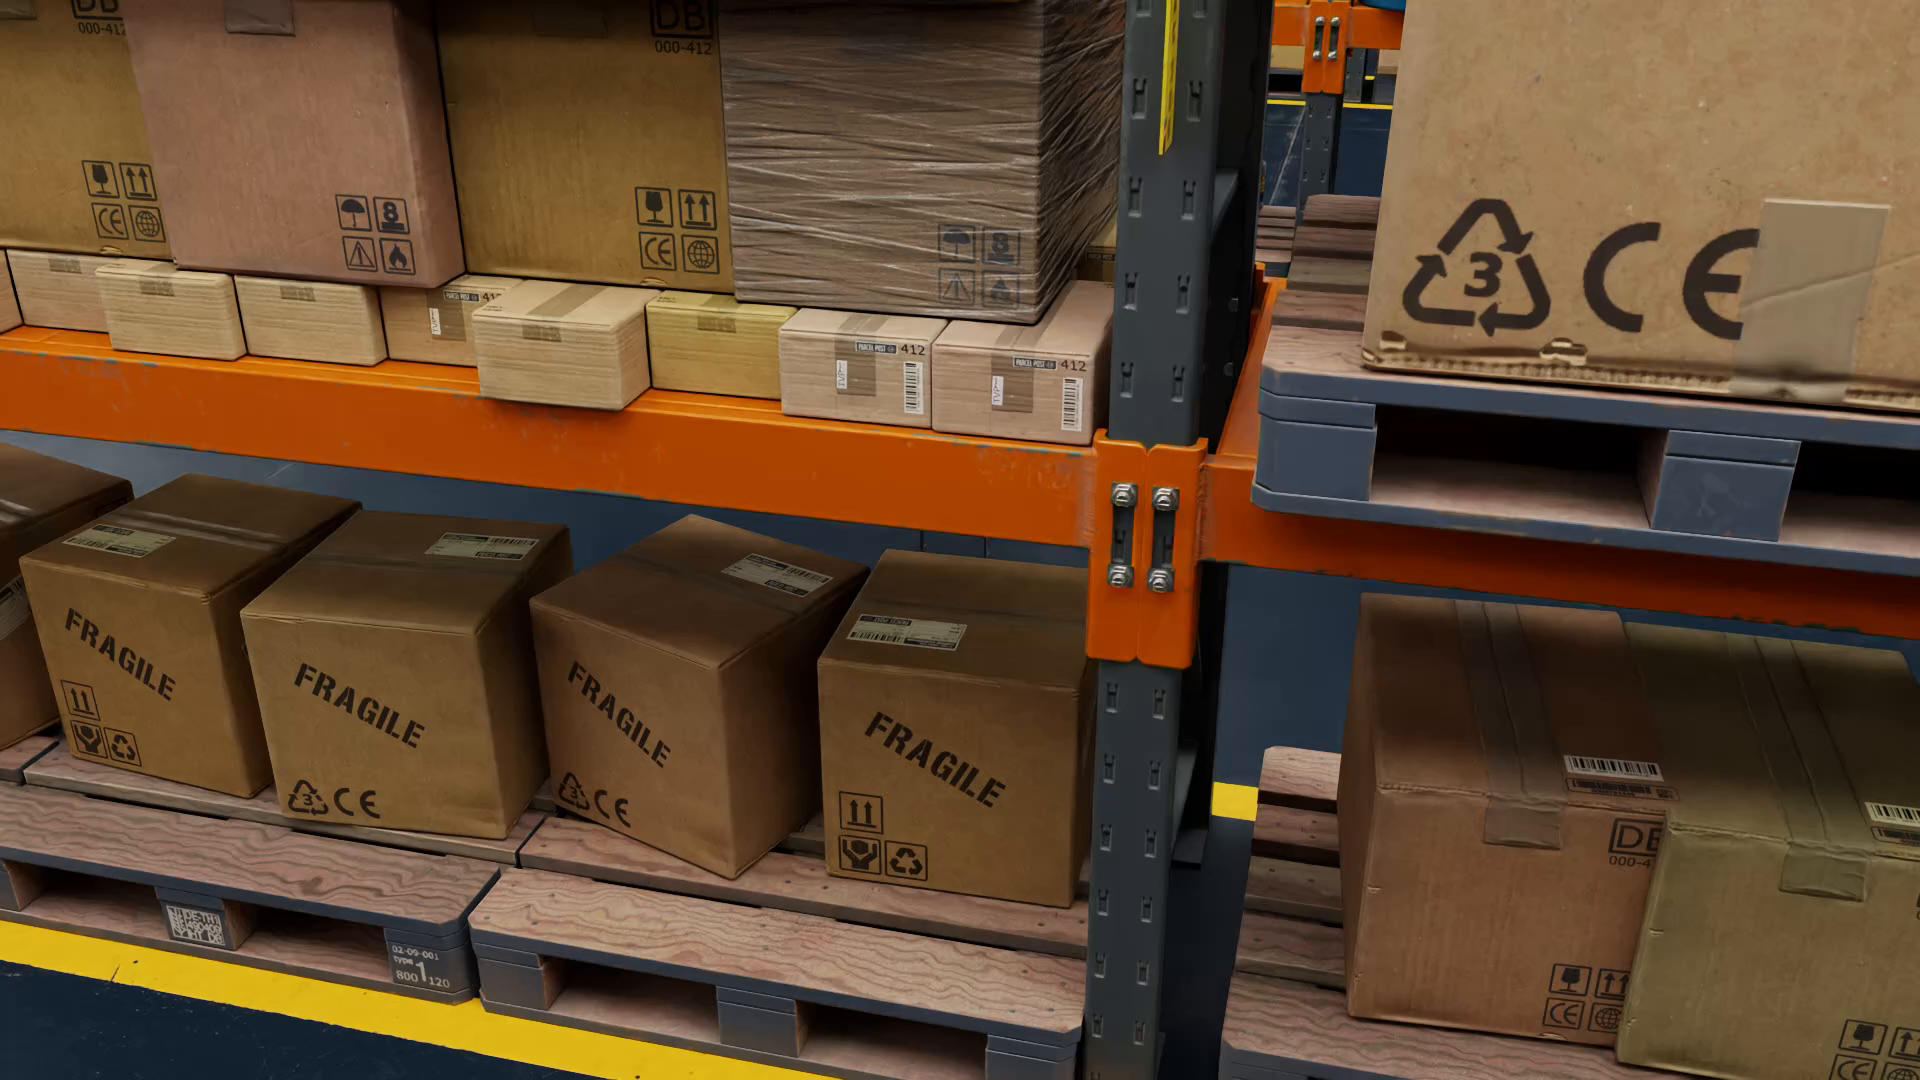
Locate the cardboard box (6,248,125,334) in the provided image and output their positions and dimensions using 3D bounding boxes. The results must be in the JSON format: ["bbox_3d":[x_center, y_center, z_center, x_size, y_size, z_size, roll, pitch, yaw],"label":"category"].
[{"bbox_3d":[-1.548,-0.523,3.151,0.250,0.149,0.380,6,26,13],"label":"cardboard box"}]

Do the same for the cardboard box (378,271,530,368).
[{"bbox_3d":[-0.822,-0.442,2.981,0.250,0.149,0.380,6,26,13],"label":"cardboard box"}]

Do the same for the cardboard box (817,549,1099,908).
[{"bbox_3d":[0.028,0.369,3.404,0.500,0.500,0.500,6,26,11],"label":"cardboard box"}]

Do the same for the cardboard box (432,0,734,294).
[{"bbox_3d":[-0.491,-0.832,3.045,0.500,0.500,0.875,6,26,13],"label":"cardboard box"}]

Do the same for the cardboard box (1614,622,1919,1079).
[{"bbox_3d":[1.452,0.553,2.994,0.500,0.500,0.700,6,26,13],"label":"cardboard box"}]

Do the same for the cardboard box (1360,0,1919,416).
[{"bbox_3d":[1.140,-0.827,2.312,1.000,1.000,1.000,6,26,13],"label":"cardboard box"}]

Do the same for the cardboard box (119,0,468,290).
[{"bbox_3d":[-1.000,-0.843,3.070,0.500,0.500,0.875,6,26,13],"label":"cardboard box"}]

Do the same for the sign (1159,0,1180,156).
[{"bbox_3d":[0.277,-0.674,2.170,0.005,0.325,0.100,6,26,13],"label":"sign"}]

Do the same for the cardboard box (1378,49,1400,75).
[{"bbox_3d":[3.205,-3.436,11.687,0.500,0.250,0.500,6,26,12],"label":"cardboard box"}]

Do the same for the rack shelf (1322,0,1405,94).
[{"bbox_3d":[3.576,-2.033,6.868,4.000,0.370,1.077,6,26,13],"label":"rack shelf"}]

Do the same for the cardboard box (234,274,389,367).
[{"bbox_3d":[-1.075,-0.452,3.002,0.250,0.149,0.380,6,26,13],"label":"cardboard box"}]

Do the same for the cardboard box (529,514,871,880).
[{"bbox_3d":[-0.529,0.311,3.526,0.500,0.500,0.500,15,30,29],"label":"cardboard box"}]

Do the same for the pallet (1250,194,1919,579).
[{"bbox_3d":[1.109,-0.281,2.574,1.213,0.211,1.003,6,26,13],"label":"pallet"}]

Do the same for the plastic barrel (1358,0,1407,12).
[{"bbox_3d":[1.937,-2.631,6.704,0.708,0.901,0.600,6,26,13],"label":"plastic barrel"}]

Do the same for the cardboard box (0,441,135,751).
[{"bbox_3d":[-2.281,0.124,3.919,0.500,0.500,0.500,14,29,26],"label":"cardboard box"}]

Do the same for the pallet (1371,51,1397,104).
[{"bbox_3d":[3.599,-3.312,11.962,1.213,0.211,1.003,6,26,13],"label":"pallet"}]

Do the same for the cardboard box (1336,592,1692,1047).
[{"bbox_3d":[0.994,0.494,3.118,0.500,0.500,0.700,4,26,9],"label":"cardboard box"}]

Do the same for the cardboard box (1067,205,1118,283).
[{"bbox_3d":[0.272,-0.545,3.198,0.250,0.149,0.380,6,26,13],"label":"cardboard box"}]

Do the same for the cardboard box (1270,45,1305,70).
[{"bbox_3d":[2.372,-3.541,11.908,0.500,0.250,0.500,6,26,13],"label":"cardboard box"}]

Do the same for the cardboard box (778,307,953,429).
[{"bbox_3d":[-0.116,-0.328,2.742,0.250,0.149,0.380,6,26,13],"label":"cardboard box"}]

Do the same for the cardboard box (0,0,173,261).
[{"bbox_3d":[-1.474,-0.914,3.218,0.500,0.500,0.875,6,26,13],"label":"cardboard box"}]

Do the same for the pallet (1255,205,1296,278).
[{"bbox_3d":[0.999,-1.402,7.950,1.213,0.211,1.003,6,26,13],"label":"pallet"}]

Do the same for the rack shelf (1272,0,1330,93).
[{"bbox_3d":[-0.298,-2.462,7.768,4.000,0.370,1.077,6,26,13],"label":"rack shelf"}]

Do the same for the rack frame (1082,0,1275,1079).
[{"bbox_3d":[0.405,-0.510,2.832,0.127,3.000,1.000,6,26,13],"label":"rack frame"}]

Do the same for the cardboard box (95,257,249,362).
[{"bbox_3d":[-1.325,-0.464,3.028,0.250,0.149,0.380,6,26,13],"label":"cardboard box"}]

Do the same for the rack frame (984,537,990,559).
[{"bbox_3d":[0.106,-0.395,5.032,0.006,0.900,0.240,6,26,13],"label":"rack frame"}]

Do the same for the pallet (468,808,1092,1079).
[{"bbox_3d":[-0.254,0.692,3.552,1.213,0.211,1.003,6,26,13],"label":"pallet"}]

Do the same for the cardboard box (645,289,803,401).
[{"bbox_3d":[-0.343,-0.380,2.851,0.250,0.149,0.380,6,26,13],"label":"cardboard box"}]

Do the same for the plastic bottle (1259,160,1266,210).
[{"bbox_3d":[1.439,-1.756,8.110,0.097,0.271,0.097,0,25,0],"label":"plastic bottle"}]

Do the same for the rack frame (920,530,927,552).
[{"bbox_3d":[-0.091,-0.416,5.078,0.006,0.900,0.240,6,26,13],"label":"rack frame"}]

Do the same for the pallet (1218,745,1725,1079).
[{"bbox_3d":[1.160,0.831,3.258,1.213,0.211,1.003,6,26,13],"label":"pallet"}]

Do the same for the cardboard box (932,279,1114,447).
[{"bbox_3d":[0.124,-0.297,2.678,0.250,0.149,0.380,6,26,13],"label":"cardboard box"}]

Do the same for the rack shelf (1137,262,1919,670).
[{"bbox_3d":[2.342,0.029,2.537,4.000,0.370,1.077,6,26,13],"label":"rack shelf"}]

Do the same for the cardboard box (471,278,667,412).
[{"bbox_3d":[-0.613,-0.360,2.810,0.250,0.149,0.380,6,26,13],"label":"cardboard box"}]

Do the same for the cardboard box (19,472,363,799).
[{"bbox_3d":[-1.679,0.199,3.762,0.500,0.500,0.500,9,27,18],"label":"cardboard box"}]

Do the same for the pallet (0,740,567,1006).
[{"bbox_3d":[-1.439,0.562,3.824,1.213,0.211,1.003,6,26,13],"label":"pallet"}]

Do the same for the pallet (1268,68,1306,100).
[{"bbox_3d":[2.116,-3.478,12.309,1.213,0.211,1.003,6,26,13],"label":"pallet"}]

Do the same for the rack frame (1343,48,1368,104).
[{"bbox_3d":[2.876,-4.634,11.494,0.127,3.000,1.000,6,26,13],"label":"rack frame"}]

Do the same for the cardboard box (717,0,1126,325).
[{"bbox_3d":[-0.015,-0.764,2.902,0.500,0.500,0.875,6,26,13],"label":"cardboard box"}]

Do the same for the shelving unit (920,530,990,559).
[{"bbox_3d":[0.008,-0.405,5.055,0.210,0.900,0.258,6,26,13],"label":"shelving unit"}]

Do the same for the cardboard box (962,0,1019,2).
[{"bbox_3d":[-0.099,-1.075,2.392,0.500,0.500,0.500,6,26,13],"label":"cardboard box"}]

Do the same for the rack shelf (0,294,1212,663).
[{"bbox_3d":[-1.532,-0.400,3.437,4.000,0.370,1.077,6,26,13],"label":"rack shelf"}]

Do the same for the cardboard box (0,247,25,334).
[{"bbox_3d":[-1.824,-0.494,3.091,0.250,0.149,0.380,6,26,13],"label":"cardboard box"}]

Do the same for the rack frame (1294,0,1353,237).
[{"bbox_3d":[1.639,-2.572,7.163,0.127,3.000,1.000,6,26,13],"label":"rack frame"}]

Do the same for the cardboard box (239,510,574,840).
[{"bbox_3d":[-1.150,0.277,3.597,0.500,0.500,0.500,4,26,8],"label":"cardboard box"}]

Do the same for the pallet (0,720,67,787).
[{"bbox_3d":[-2.617,0.430,4.101,1.213,0.211,1.003,6,26,13],"label":"pallet"}]
